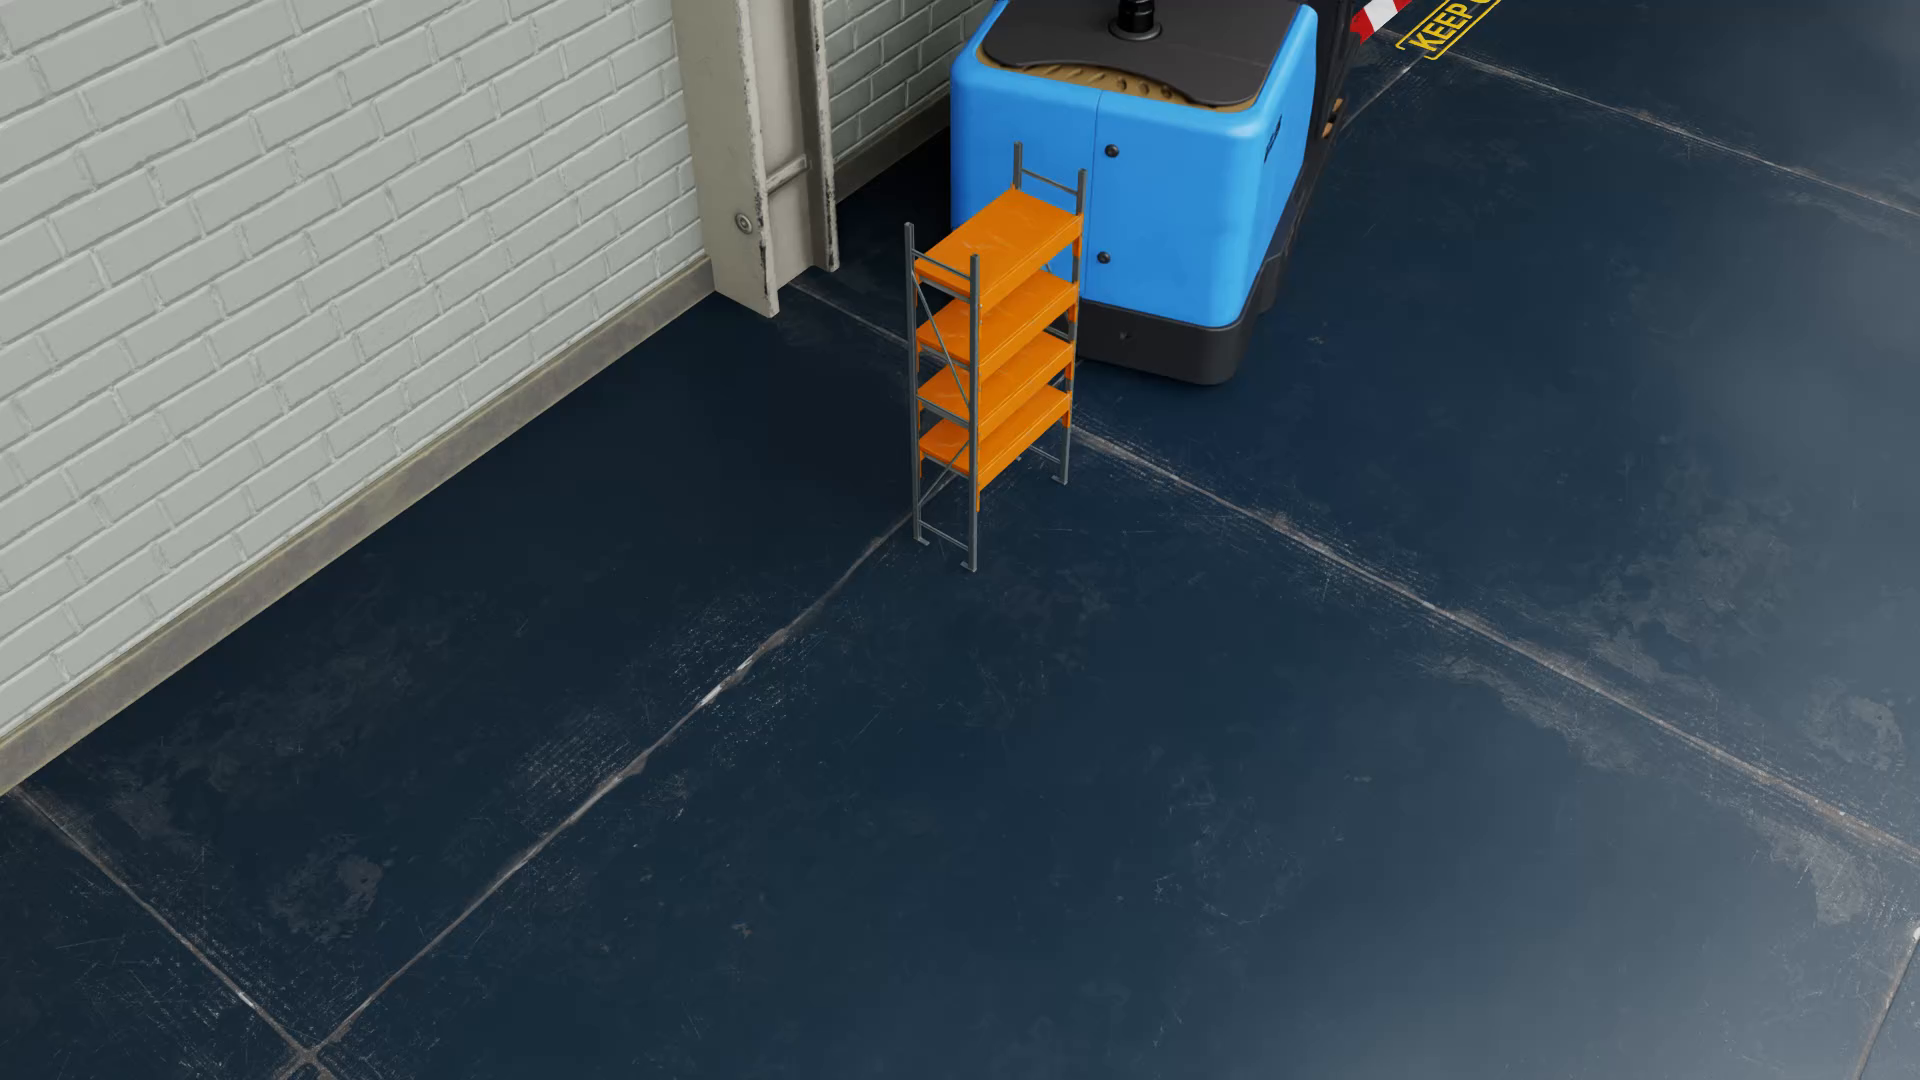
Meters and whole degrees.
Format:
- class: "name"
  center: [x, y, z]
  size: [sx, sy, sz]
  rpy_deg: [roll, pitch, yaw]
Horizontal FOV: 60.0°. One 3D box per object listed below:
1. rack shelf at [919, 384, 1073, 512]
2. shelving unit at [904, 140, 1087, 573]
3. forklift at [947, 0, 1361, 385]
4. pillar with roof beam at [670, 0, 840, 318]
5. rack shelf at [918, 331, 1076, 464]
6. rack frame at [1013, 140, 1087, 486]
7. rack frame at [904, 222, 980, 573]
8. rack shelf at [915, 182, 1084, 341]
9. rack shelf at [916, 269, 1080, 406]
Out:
- class: "rack shelf"
  center: [0.101, -0.326, 5.099]
  size: [0.258, 0.148, 0.480]
  rpy_deg: [29, 53, 25]
- class: "shelving unit"
  center: [0.101, -0.509, 4.907]
  size: [0.258, 1.200, 0.503]
  rpy_deg: [29, 53, 25]
- class: "forklift"
  center: [0.947, -2.625, 5.730]
  size: [1.130, 2.935, 3.031]
  rpy_deg: [15, 48, 14]
- class: "pillar with roof beam"
  center: [2.718, -2.189, 1.118]
  size: [9.100, 9.000, 0.400]
  rpy_deg: [29, 53, 25]
- class: "rack shelf"
  center: [0.101, -0.463, 4.955]
  size: [0.258, 0.148, 0.480]
  rpy_deg: [29, 53, 25]
- class: "rack frame"
  center: [0.250, -0.649, 5.040]
  size: [0.240, 1.200, 0.015]
  rpy_deg: [29, 53, 25]
- class: "rack frame"
  center: [-0.048, -0.370, 4.773]
  size: [0.240, 1.200, 0.015]
  rpy_deg: [29, 53, 25]
- class: "rack shelf"
  center: [0.101, -0.781, 4.622]
  size: [0.258, 0.148, 0.480]
  rpy_deg: [29, 53, 25]
- class: "rack shelf"
  center: [0.101, -0.617, 4.794]
  size: [0.258, 0.148, 0.480]
  rpy_deg: [29, 53, 25]
